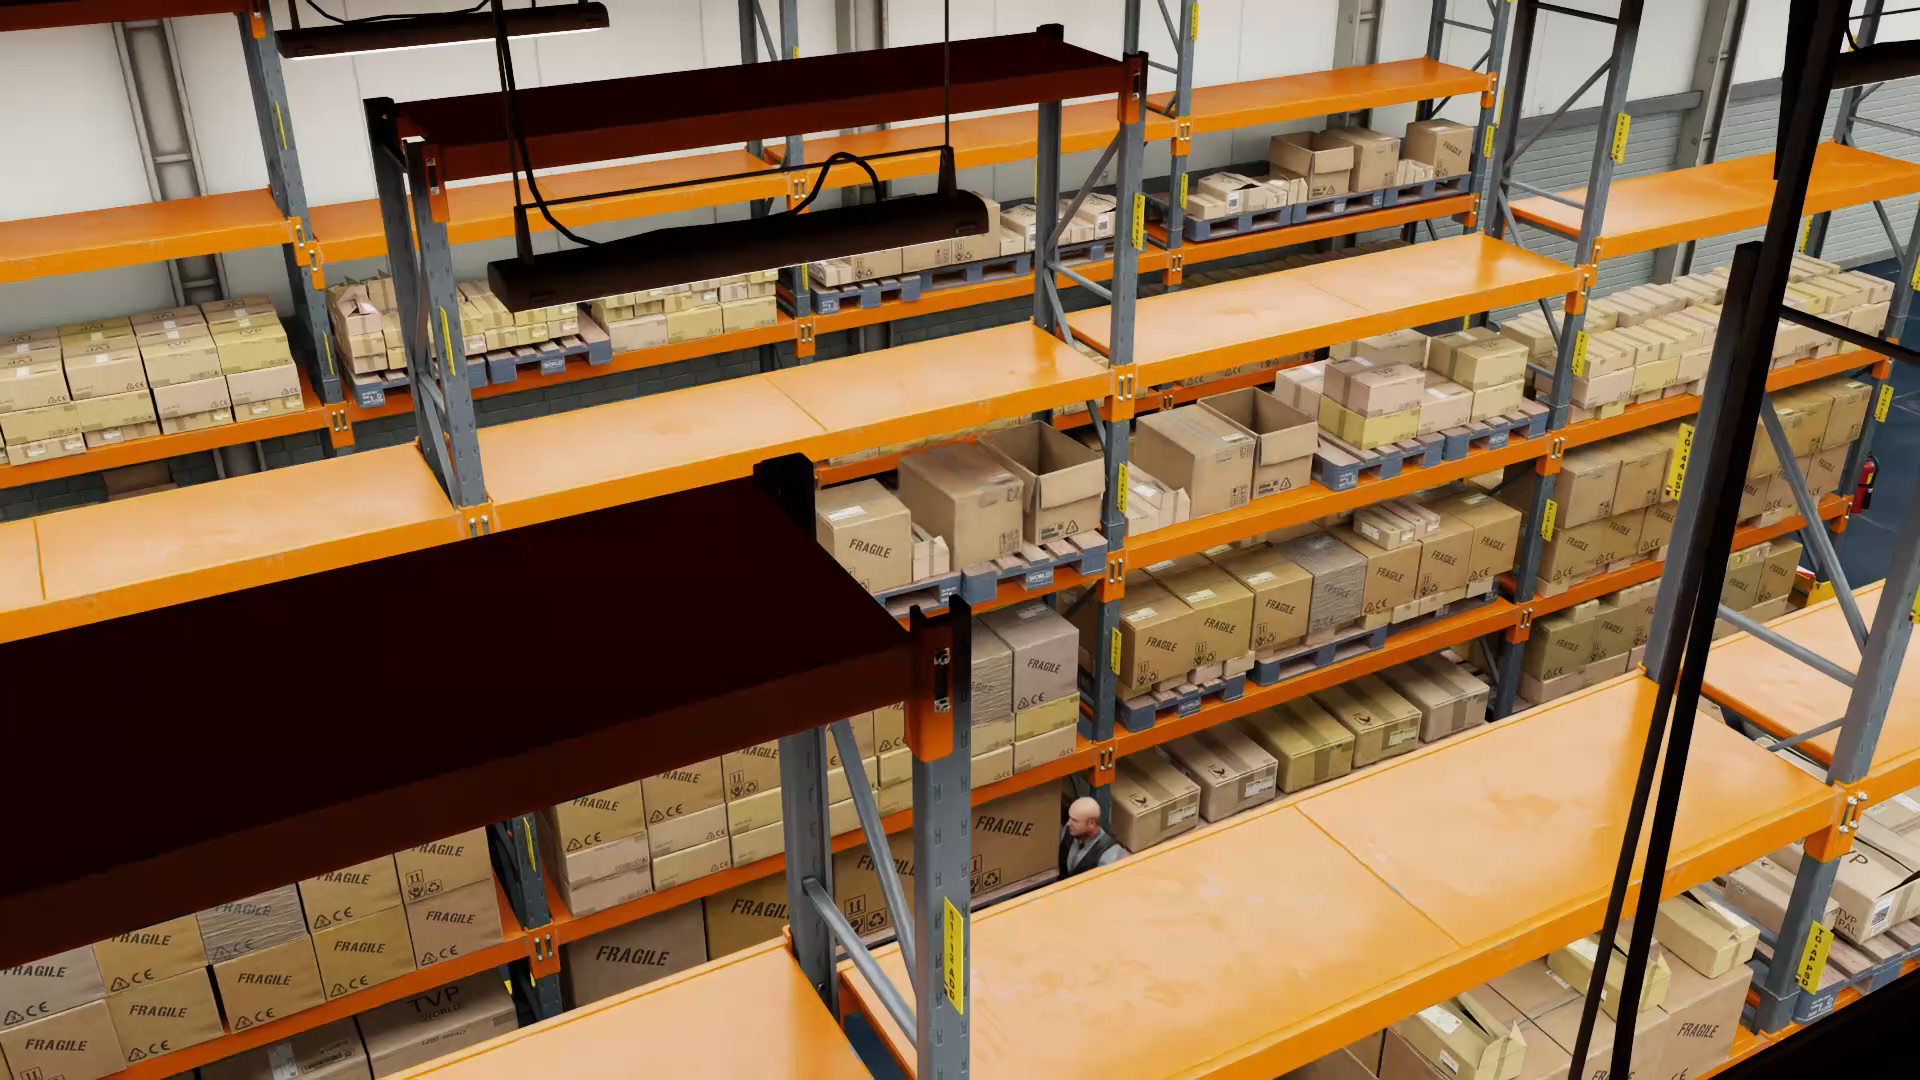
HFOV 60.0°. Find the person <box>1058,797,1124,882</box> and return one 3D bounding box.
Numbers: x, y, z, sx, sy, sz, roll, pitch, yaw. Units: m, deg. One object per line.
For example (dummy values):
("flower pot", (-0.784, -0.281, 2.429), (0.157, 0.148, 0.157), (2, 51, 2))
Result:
("person", (0.801, 2.325, 10.502), (0.570, 1.623, 0.570), (-20, 34, -33))
